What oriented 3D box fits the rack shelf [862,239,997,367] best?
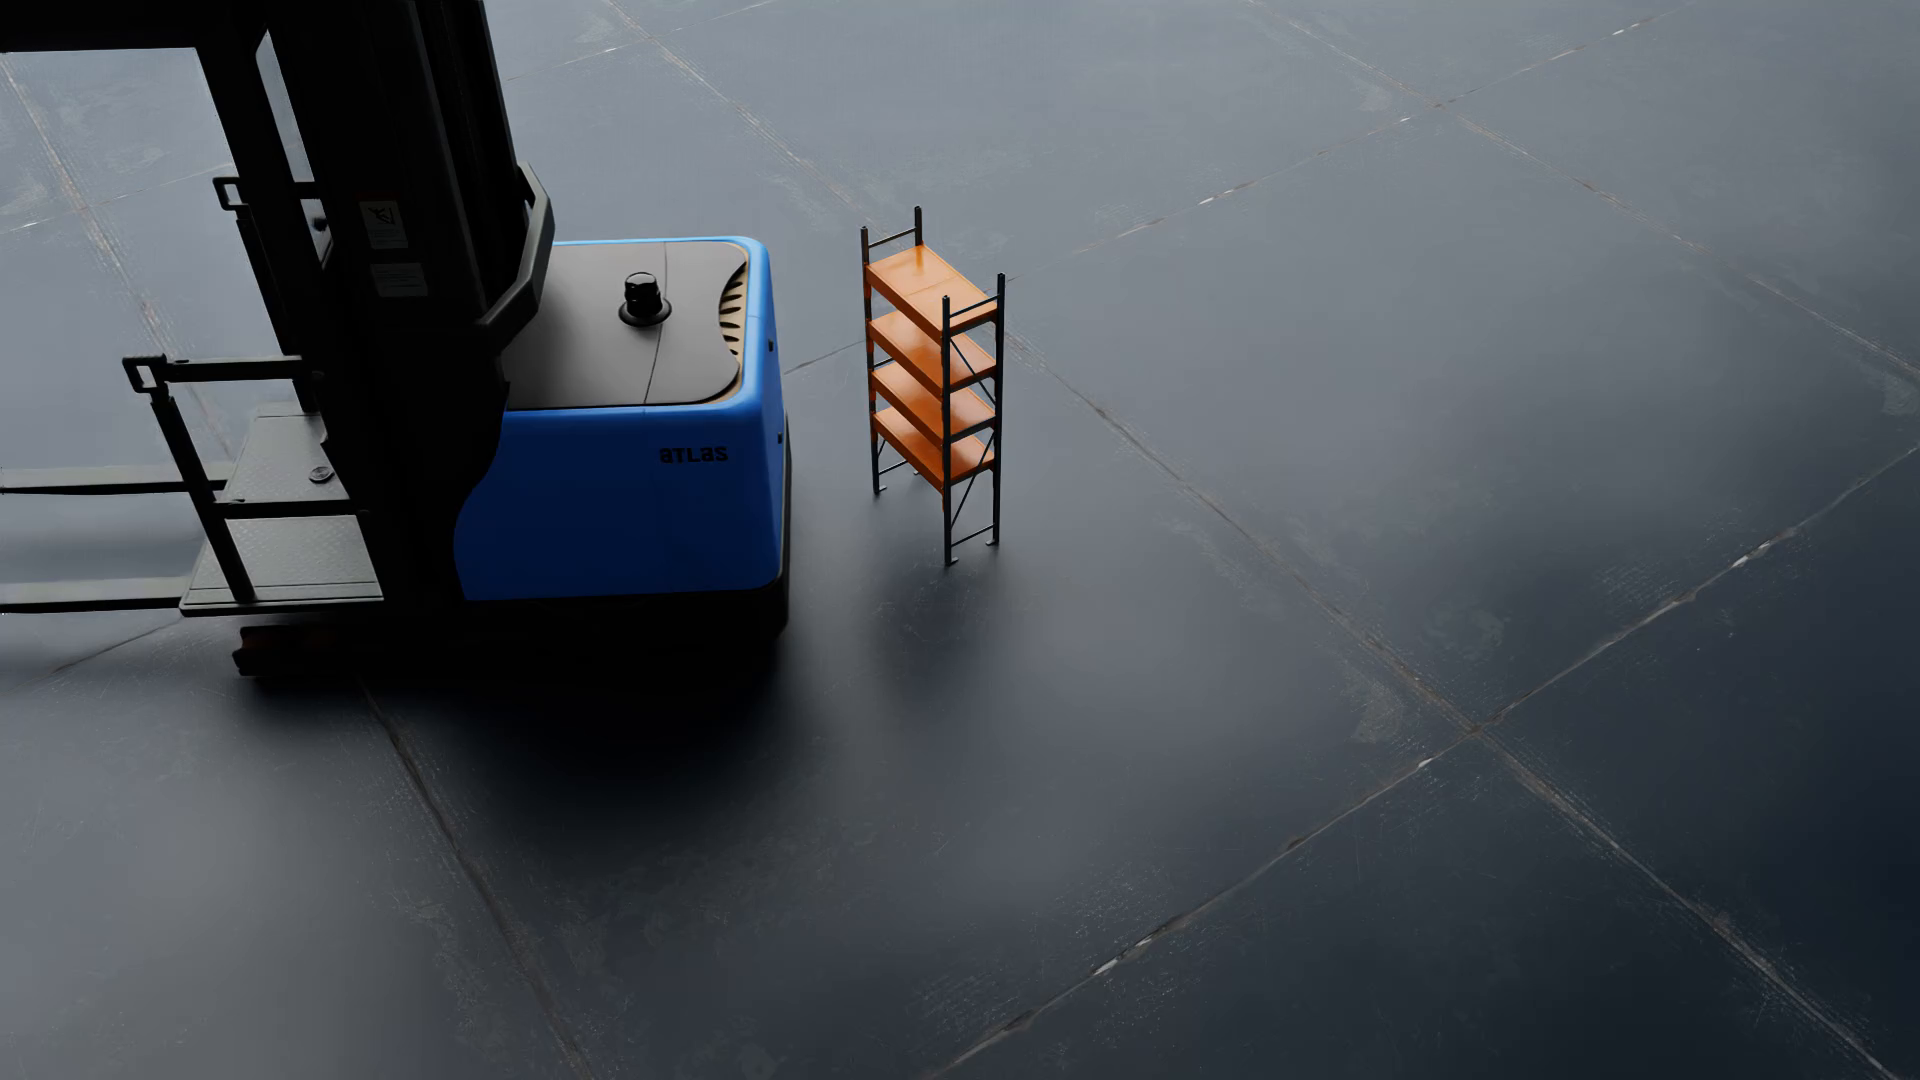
[{"bbox_3d":[-0.095,-0.812,5.663,0.258,0.148,0.480,-26,49,-24],"label":"rack shelf"}]

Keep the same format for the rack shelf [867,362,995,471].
[{"bbox_3d":[-0.095,-0.479,5.980,0.258,0.148,0.480,-26,49,-24],"label":"rack shelf"}]

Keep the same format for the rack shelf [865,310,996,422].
[{"bbox_3d":[-0.095,-0.641,5.826,0.258,0.148,0.480,-26,49,-24],"label":"rack shelf"}]

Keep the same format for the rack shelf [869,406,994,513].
[{"bbox_3d":[-0.095,-0.335,6.117,0.258,0.148,0.480,-26,49,-24],"label":"rack shelf"}]

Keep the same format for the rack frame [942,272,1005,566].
[{"bbox_3d":[0.045,-0.390,5.789,0.240,1.200,0.015,-26,49,-24],"label":"rack frame"}]

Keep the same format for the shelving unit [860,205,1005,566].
[{"bbox_3d":[-0.095,-0.528,5.934,0.258,1.200,0.503,-26,49,-24],"label":"shelving unit"}]

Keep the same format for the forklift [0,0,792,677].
[{"bbox_3d":[-2.143,-0.964,5.137,3.031,2.935,1.130,-2,44,-2],"label":"forklift"}]

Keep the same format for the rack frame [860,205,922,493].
[{"bbox_3d":[-0.234,-0.666,6.079,0.240,1.200,0.015,-26,49,-24],"label":"rack frame"}]
